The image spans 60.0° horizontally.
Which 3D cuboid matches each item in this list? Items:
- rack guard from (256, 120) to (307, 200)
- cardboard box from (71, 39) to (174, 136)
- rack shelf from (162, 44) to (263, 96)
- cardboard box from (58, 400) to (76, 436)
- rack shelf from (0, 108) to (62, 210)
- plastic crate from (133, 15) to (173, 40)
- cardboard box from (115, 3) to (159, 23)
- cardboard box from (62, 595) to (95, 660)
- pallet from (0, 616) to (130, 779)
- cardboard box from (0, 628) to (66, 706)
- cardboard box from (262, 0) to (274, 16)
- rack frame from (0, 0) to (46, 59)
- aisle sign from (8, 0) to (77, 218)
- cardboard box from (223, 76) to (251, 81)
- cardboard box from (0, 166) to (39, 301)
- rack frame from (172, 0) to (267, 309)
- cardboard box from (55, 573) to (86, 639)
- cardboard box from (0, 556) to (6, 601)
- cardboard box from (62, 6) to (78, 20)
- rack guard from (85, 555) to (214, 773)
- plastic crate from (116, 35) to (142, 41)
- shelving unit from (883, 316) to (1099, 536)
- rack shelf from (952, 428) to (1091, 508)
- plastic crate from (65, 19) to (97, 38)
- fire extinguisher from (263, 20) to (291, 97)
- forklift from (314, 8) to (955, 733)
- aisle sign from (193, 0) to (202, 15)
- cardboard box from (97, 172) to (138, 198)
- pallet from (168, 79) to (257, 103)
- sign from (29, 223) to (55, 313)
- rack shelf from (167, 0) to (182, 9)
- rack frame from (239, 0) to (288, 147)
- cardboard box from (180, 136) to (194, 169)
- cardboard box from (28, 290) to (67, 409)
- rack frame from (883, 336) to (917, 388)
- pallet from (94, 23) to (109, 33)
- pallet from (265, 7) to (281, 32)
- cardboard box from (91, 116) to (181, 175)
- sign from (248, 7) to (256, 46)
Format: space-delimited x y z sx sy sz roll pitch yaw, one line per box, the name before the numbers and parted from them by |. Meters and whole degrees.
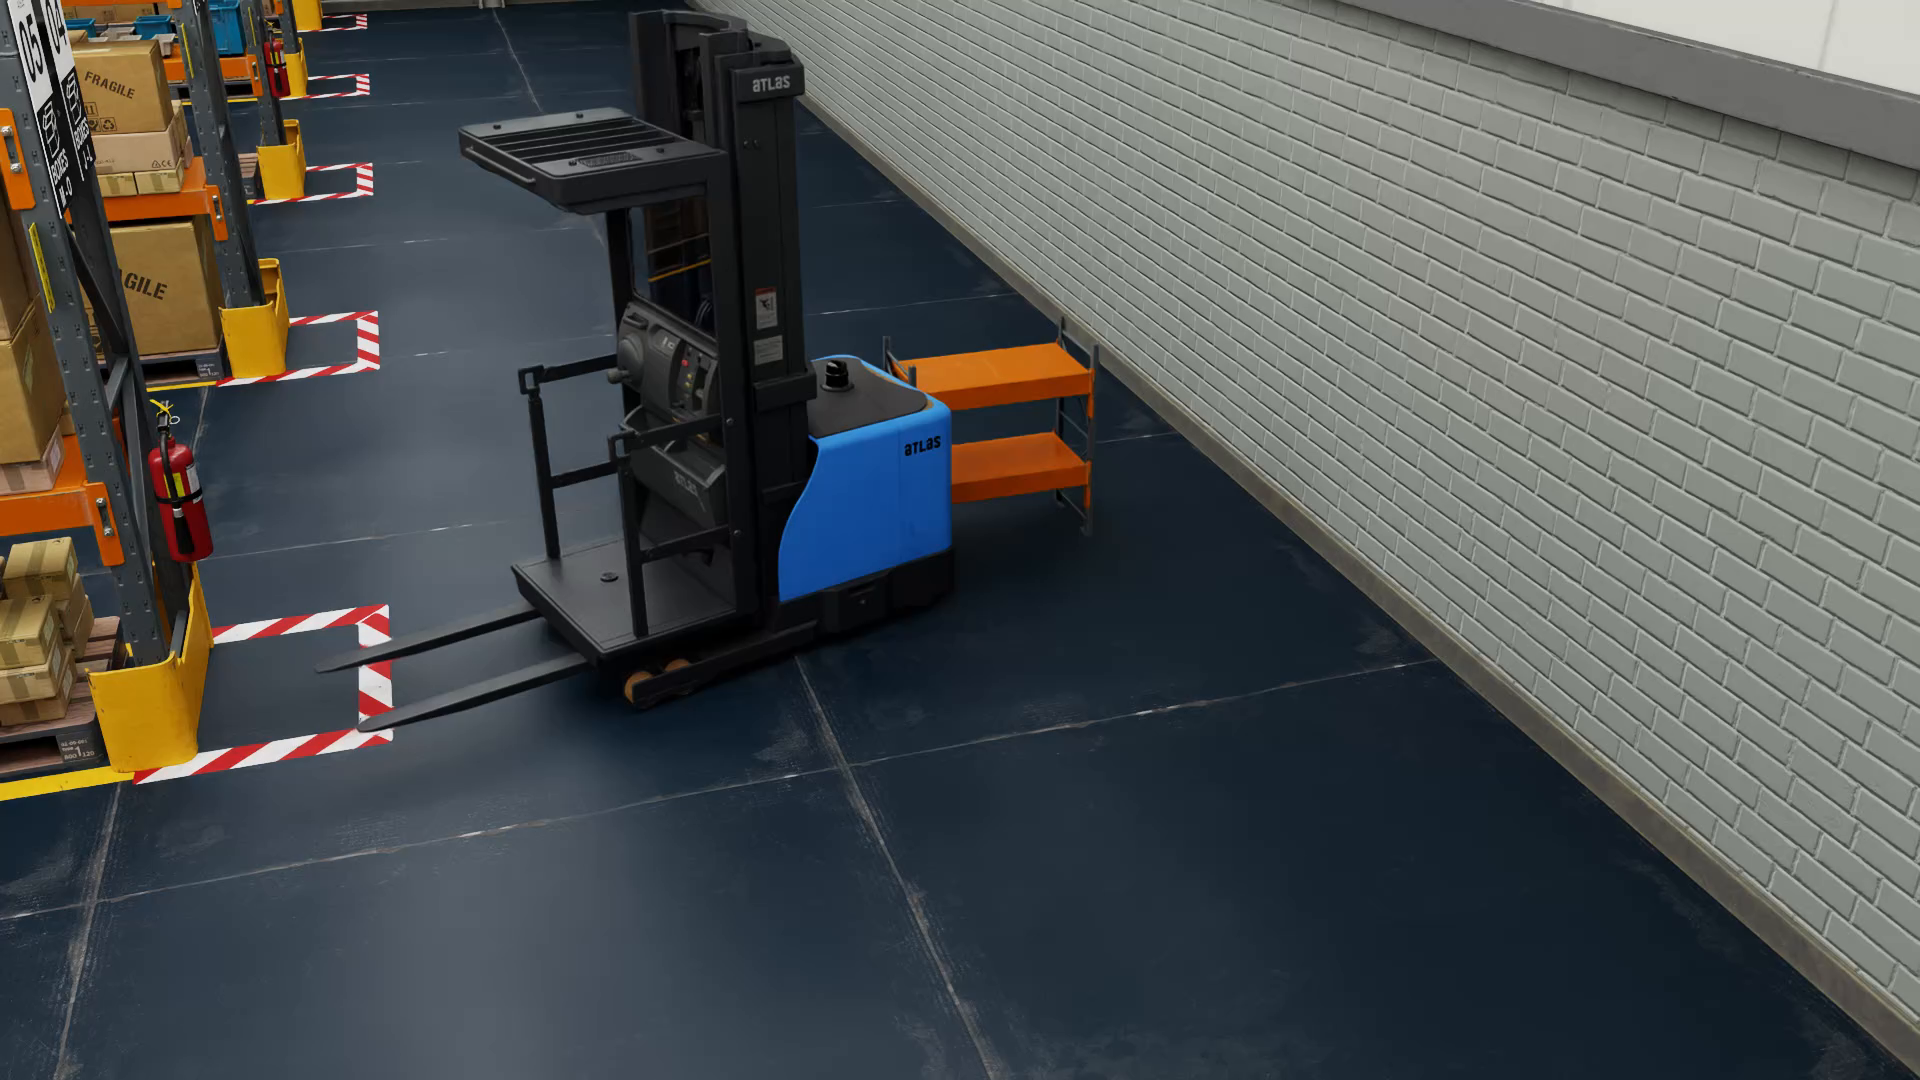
rack guard | -6.578 -3.699 16.139 0.348 0.500 1.175 -8 28 -16
cardboard box | -5.445 -2.940 10.789 0.500 0.500 0.500 -8 27 -15
rack shelf | -8.499 -4.213 15.171 4.000 0.370 1.077 -8 28 -16
cardboard box | -4.033 -0.586 7.341 0.250 0.149 0.380 -8 28 -17
rack shelf | -5.525 -1.351 6.034 4.000 0.370 1.077 -8 28 -16
plastic crate | -7.560 -4.777 15.619 0.300 0.233 0.416 -8 28 -16
cardboard box | -11.758 -7.714 23.753 0.500 0.500 0.700 -8 27 -15
cardboard box | -4.220 0.421 7.763 0.250 0.149 0.380 -8 27 -15
pallet | -4.479 0.751 7.499 1.213 0.211 1.003 -8 28 -16
cardboard box | -4.037 0.544 7.180 0.250 0.149 0.380 -9 28 -17
cardboard box | -10.299 -7.929 24.187 0.500 0.500 0.700 -8 28 -16
rack frame | -3.623 -3.292 5.761 0.127 3.000 1.000 -8 28 -16
aisle sign | -3.461 -1.653 6.282 0.004 0.787 0.394 -8 28 -16
cardboard box | -8.568 -5.803 19.883 0.500 0.500 0.500 -8 28 -16
cardboard box | -4.132 -1.281 6.886 0.500 0.500 0.500 -8 28 -16
rack frame | -5.063 -2.716 11.348 0.127 3.000 1.000 -8 28 -16
cardboard box | -4.201 0.314 7.643 0.250 0.149 0.380 -7 27 -14
cardboard box | -4.451 0.235 7.469 0.250 0.149 0.380 -8 27 -15
cardboard box | -12.725 -7.576 23.476 0.500 0.500 0.700 -8 27 -15
rack guard | -3.695 0.525 7.630 0.348 0.500 1.175 -8 28 -16
plastic crate | -7.596 -4.496 15.163 0.243 0.136 0.396 -8 28 -16
shelving unit | 0.163 -0.558 9.110 1.048 1.125 0.538 -9 28 -17
rack shelf | 0.163 -0.339 9.219 1.000 0.278 0.538 -9 28 -17
plastic crate | -8.186 -4.686 15.436 0.300 0.233 0.416 -8 28 -16
fire extinguisher | -6.313 -4.437 15.321 0.183 0.674 0.296 -8 28 -16
forklift | -1.523 -0.803 7.572 3.031 2.935 1.130 -18 31 -31
aisle sign | -4.902 -3.764 10.534 0.004 0.787 0.394 -8 28 -16
cardboard box | -5.546 -2.379 10.951 0.250 0.149 0.380 -8 27 -16
pallet | -8.957 -5.535 20.163 1.213 0.211 1.003 -8 28 -16
sign | -3.470 -1.028 6.289 0.005 0.325 0.100 -8 28 -16
rack shelf | -6.965 -3.462 10.286 4.000 0.370 1.077 -8 28 -16
rack frame | -6.597 -4.810 15.566 0.127 3.000 1.000 -8 28 -16
cardboard box | -5.503 -2.694 11.586 0.250 0.149 0.380 -8 27 -16
cardboard box | -4.136 -0.838 7.118 0.500 0.500 0.500 -7 27 -14
rack frame | -0.318 -0.485 8.962 0.032 1.125 0.500 -9 28 -17
pallet | -12.721 -7.271 23.658 1.213 0.211 1.003 -8 28 -16
pallet | -10.401 -7.607 24.335 1.213 0.211 1.003 -8 28 -16
cardboard box | -5.442 -2.603 10.954 0.500 0.250 0.500 -9 28 -17
sign | -6.411 -4.653 15.066 0.005 0.325 0.100 -8 28 -16
